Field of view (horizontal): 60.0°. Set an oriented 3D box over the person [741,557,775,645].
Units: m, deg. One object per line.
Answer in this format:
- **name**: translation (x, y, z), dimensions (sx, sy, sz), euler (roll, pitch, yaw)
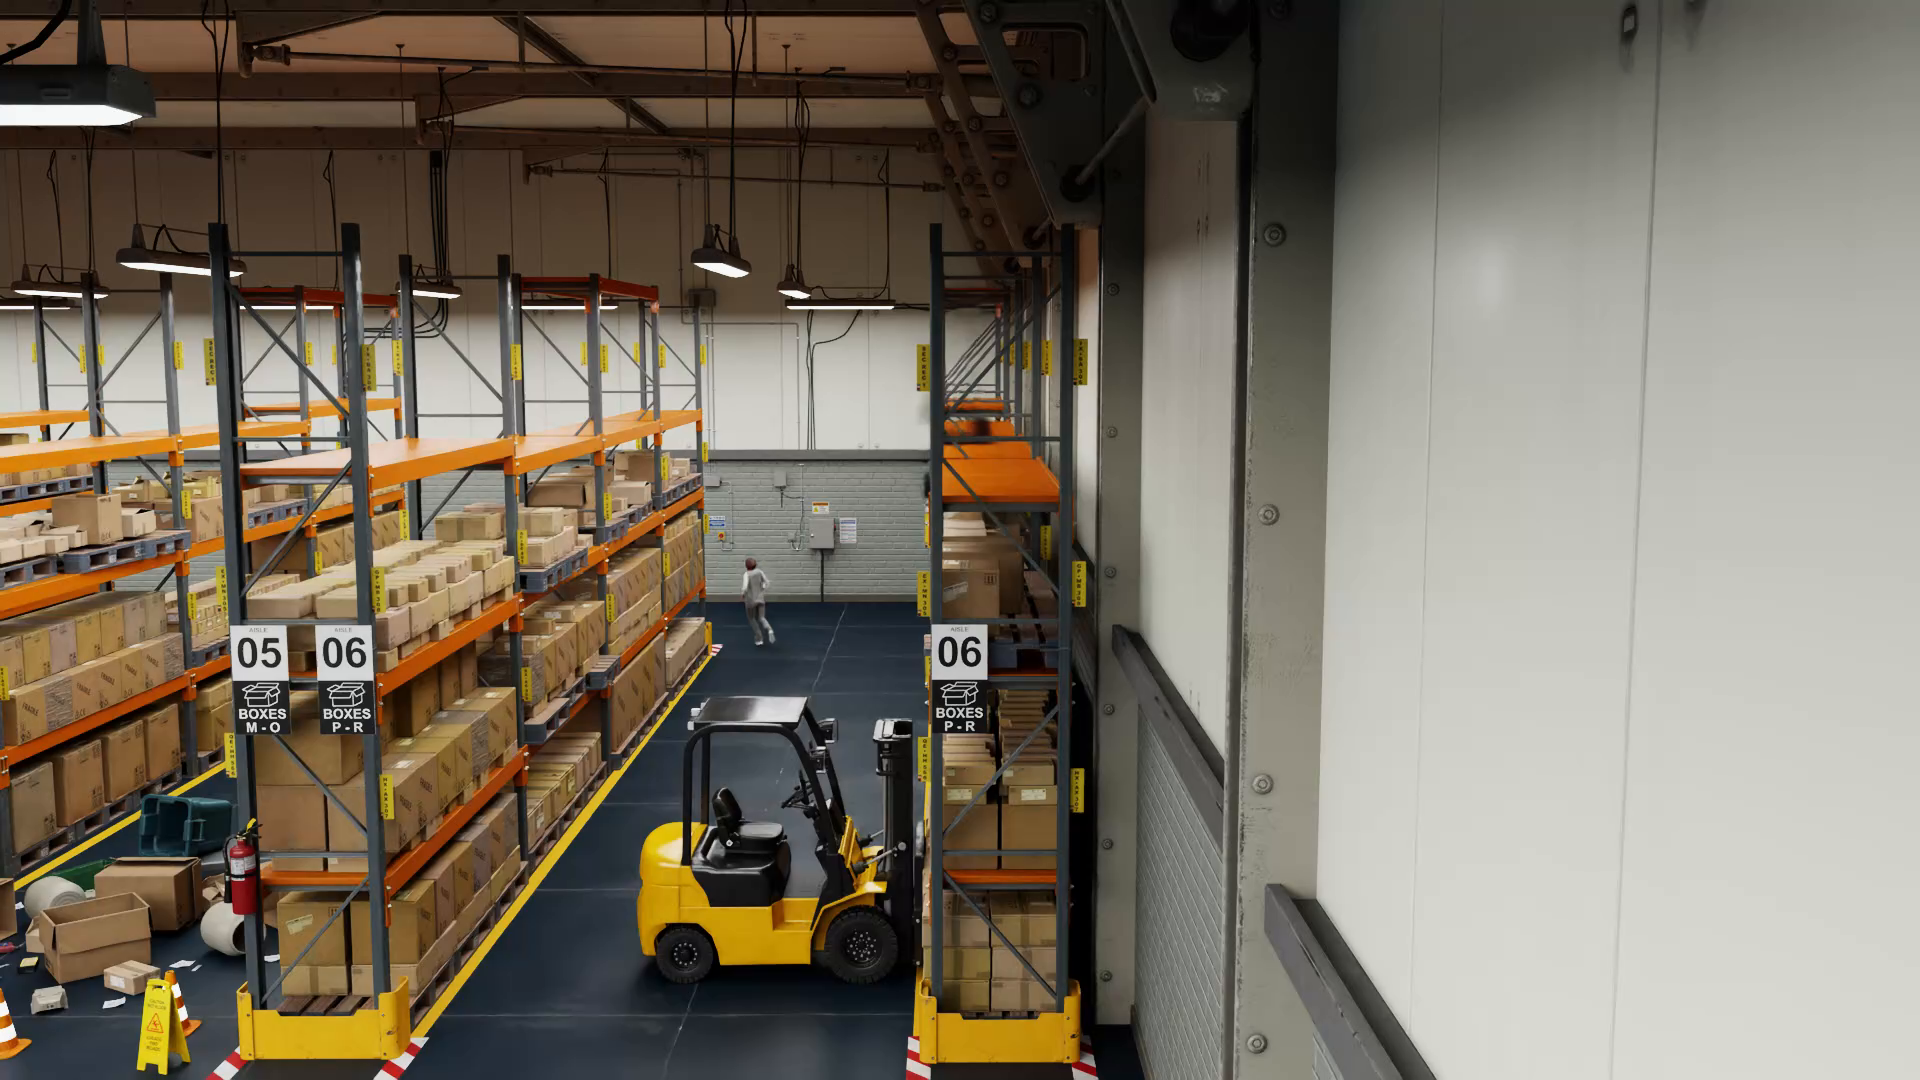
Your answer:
- **person**: translation (-3.499, 1.124, 28.535), dimensions (0.583, 1.475, 0.699), euler (-5, 8, -37)
